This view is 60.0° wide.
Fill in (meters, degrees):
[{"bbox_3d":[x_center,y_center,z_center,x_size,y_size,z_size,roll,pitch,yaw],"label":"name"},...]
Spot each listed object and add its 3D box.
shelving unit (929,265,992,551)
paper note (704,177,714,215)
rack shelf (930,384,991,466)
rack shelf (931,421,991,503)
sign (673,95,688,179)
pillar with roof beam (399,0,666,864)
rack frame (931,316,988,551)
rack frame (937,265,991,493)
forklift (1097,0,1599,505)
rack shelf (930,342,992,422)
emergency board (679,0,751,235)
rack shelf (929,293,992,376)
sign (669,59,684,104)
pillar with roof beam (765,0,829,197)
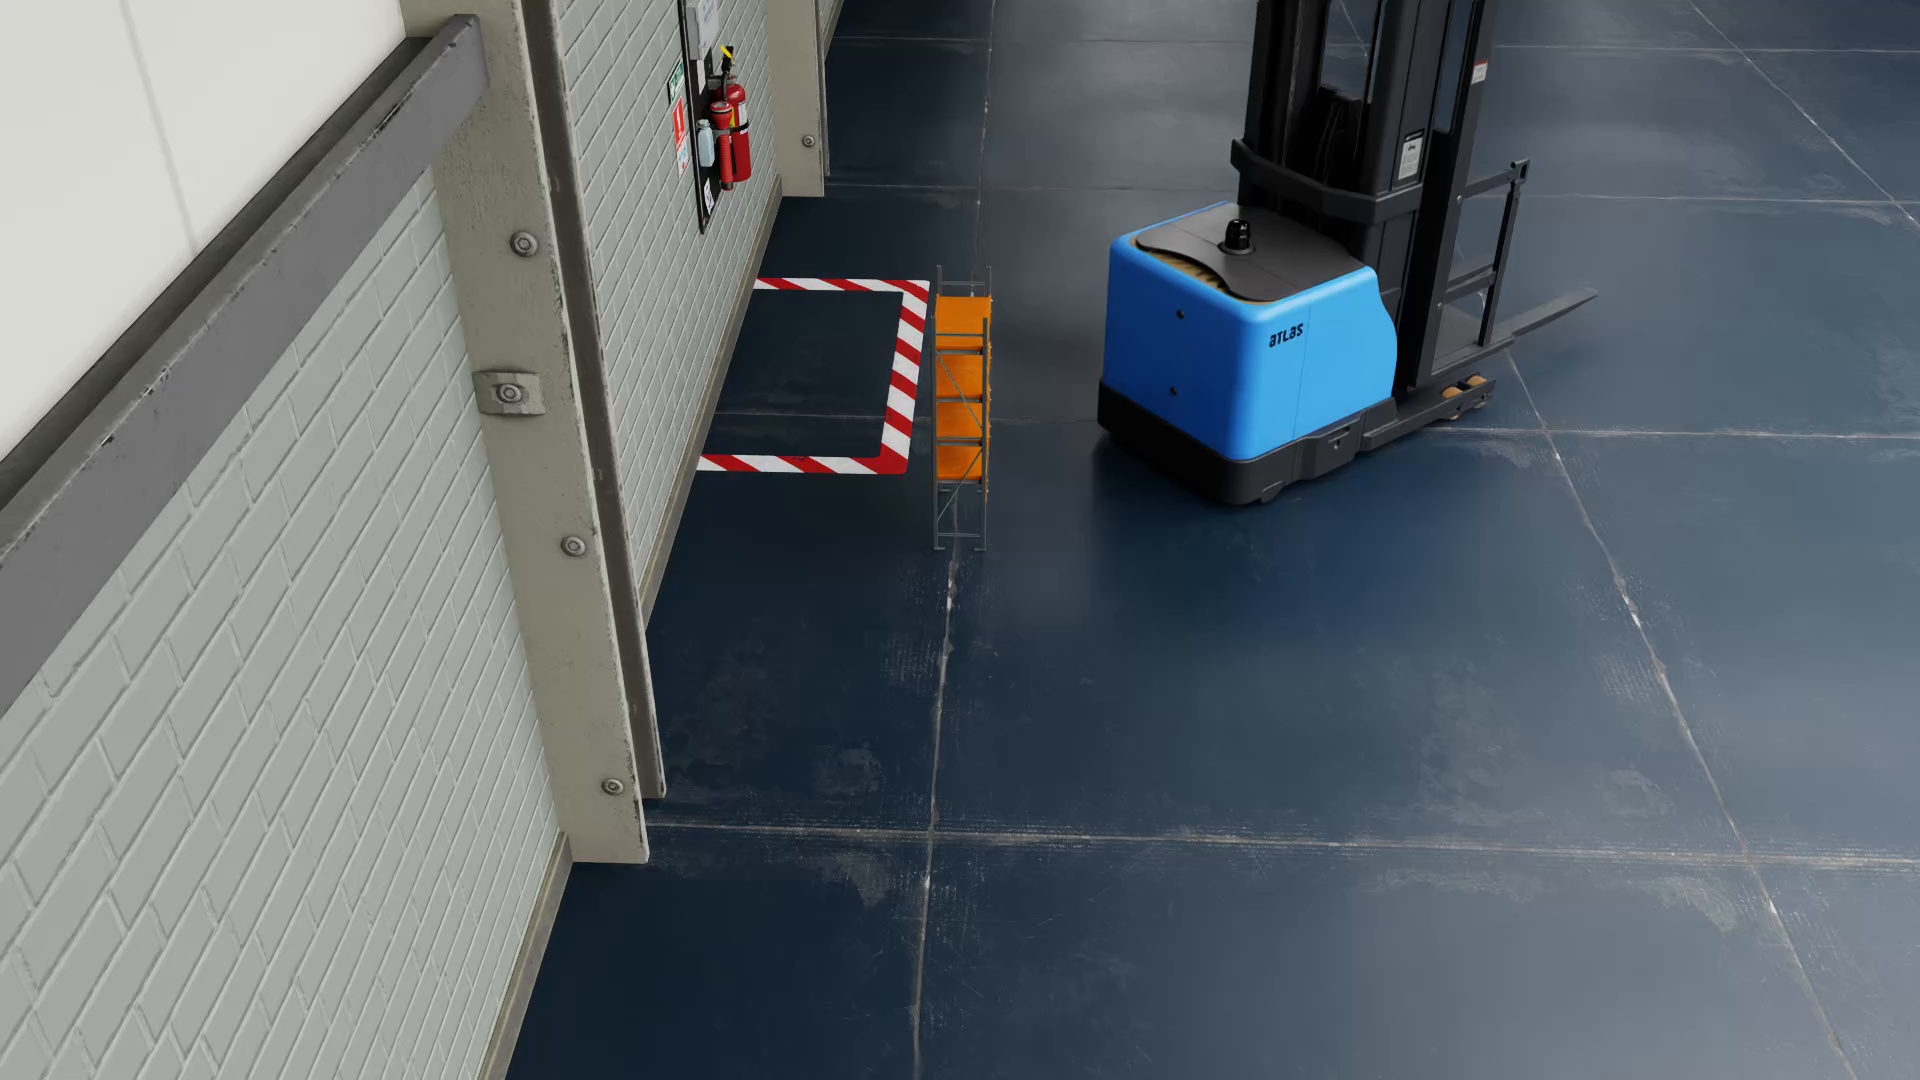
[{"bbox_3d":[0.007,-0.586,7.540,0.258,1.200,0.503,1,35,2],"label":"shelving unit"},{"bbox_3d":[-1.262,-1.732,8.372,0.016,0.148,0.142,1,35,2],"label":"paper note"},{"bbox_3d":[0.007,-0.531,7.579,0.258,0.148,0.480,1,35,2],"label":"rack shelf"},{"bbox_3d":[0.007,-0.369,7.693,0.258,0.148,0.480,1,35,2],"label":"rack shelf"},{"bbox_3d":[-1.312,-1.892,7.802,0.001,0.329,0.234,1,35,2],"label":"sign"},{"bbox_3d":[3.012,-2.519,3.508,9.100,9.000,0.400,1,35,2],"label":"pillar with roof beam"},{"bbox_3d":[-0.003,-0.446,7.341,0.240,1.200,0.015,1,35,2],"label":"rack frame"},{"bbox_3d":[0.016,-0.726,7.740,0.240,1.200,0.015,1,35,2],"label":"rack frame"},{"bbox_3d":[2.184,-2.045,8.110,3.031,2.935,1.130,-23,41,-29],"label":"forklift"},{"bbox_3d":[0.007,-0.714,7.450,0.258,0.148,0.480,1,35,2],"label":"rack shelf"},{"bbox_3d":[-1.186,-2.192,8.261,0.194,1.169,0.643,1,35,2],"label":"emergency board"},{"bbox_3d":[0.007,-0.907,7.314,0.258,0.148,0.480,1,35,2],"label":"rack shelf"},{"bbox_3d":[-1.302,-2.111,7.653,0.001,0.109,0.331,1,35,2],"label":"sign"},{"bbox_3d":[3.253,-5.966,8.413,9.100,9.000,0.400,1,35,2],"label":"pillar with roof beam"}]
